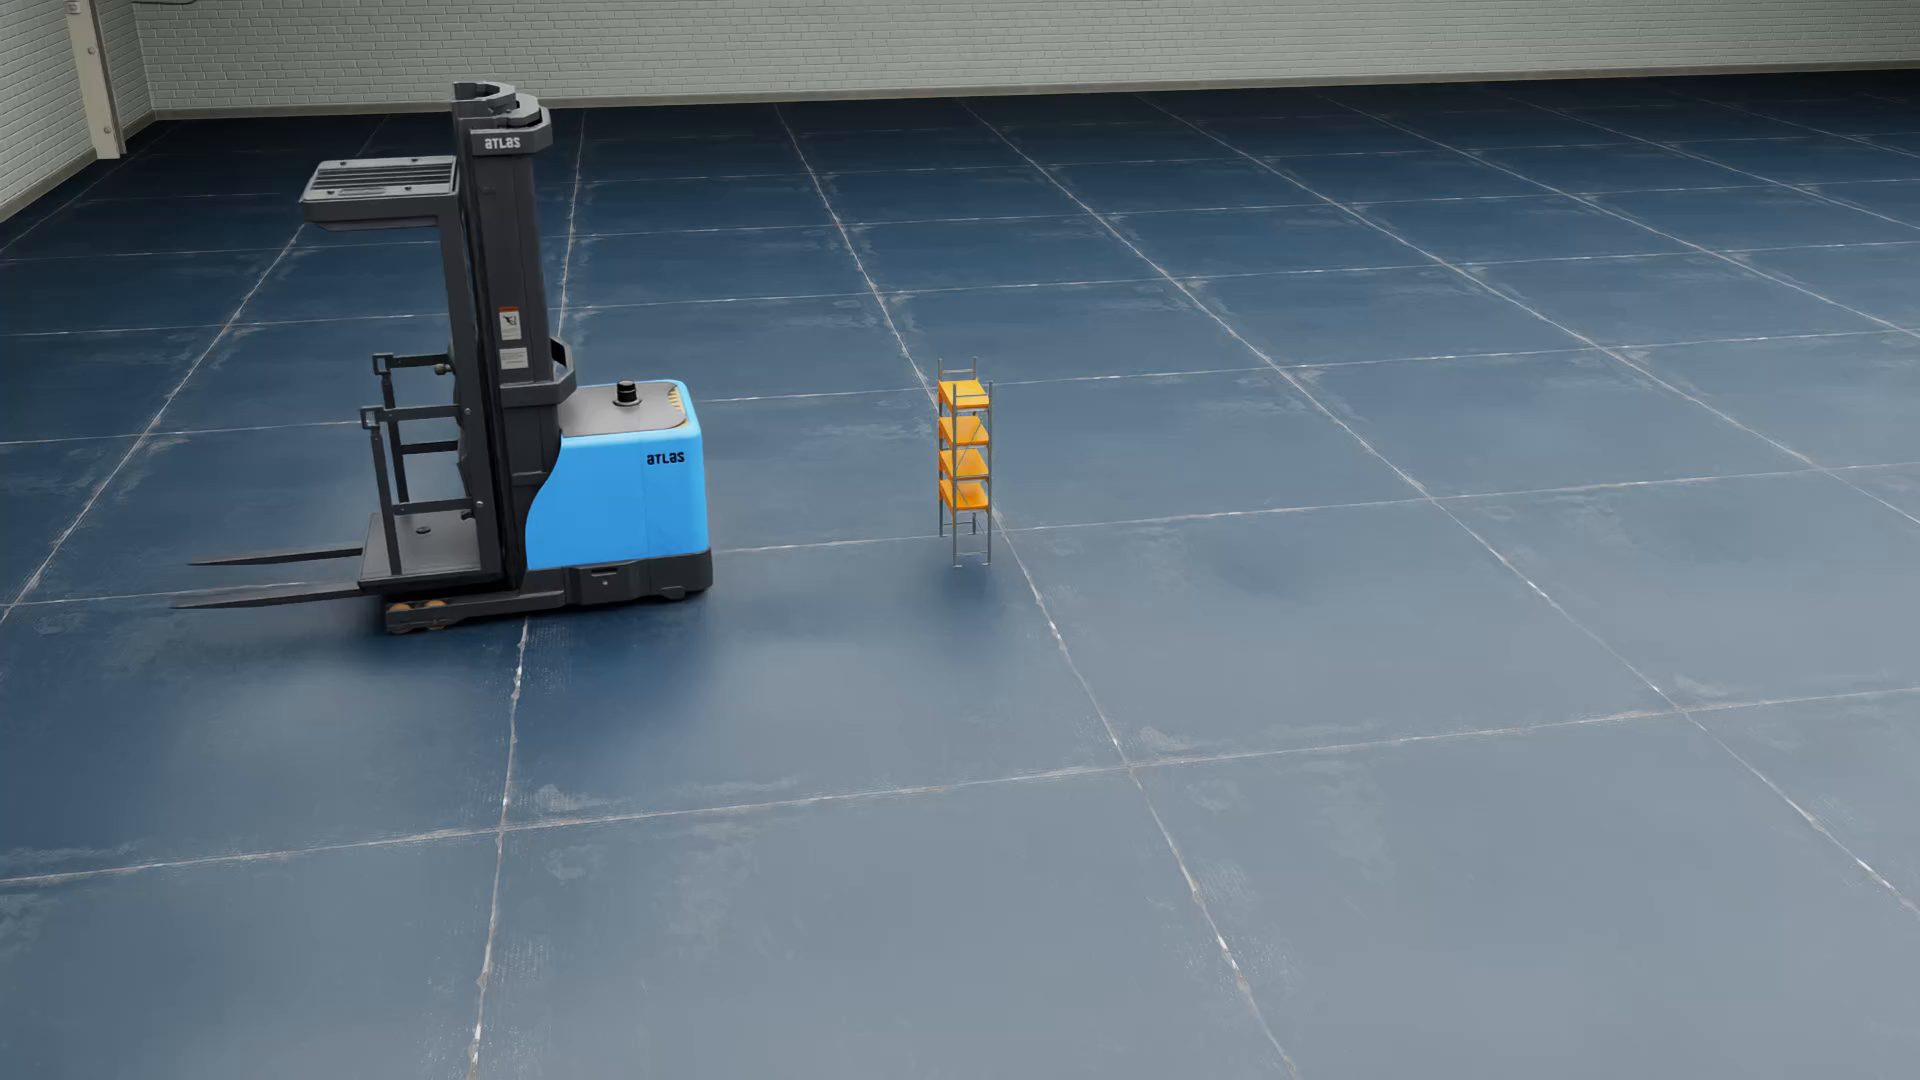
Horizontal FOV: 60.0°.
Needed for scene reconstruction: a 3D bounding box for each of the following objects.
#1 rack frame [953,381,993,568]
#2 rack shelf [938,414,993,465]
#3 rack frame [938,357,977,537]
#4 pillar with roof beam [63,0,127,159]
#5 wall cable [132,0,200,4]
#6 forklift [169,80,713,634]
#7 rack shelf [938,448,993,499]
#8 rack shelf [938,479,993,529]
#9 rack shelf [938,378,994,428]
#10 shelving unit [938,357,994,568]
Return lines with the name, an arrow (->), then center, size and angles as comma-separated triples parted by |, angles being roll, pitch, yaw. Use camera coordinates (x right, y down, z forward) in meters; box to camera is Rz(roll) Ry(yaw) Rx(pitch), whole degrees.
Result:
rack frame -> 0.076, -0.389, 10.141 | 0.240, 1.200, 0.015 | -4, 24, -10
rack shelf -> 0.031, -0.628, 10.298 | 0.258, 0.148, 0.480 | -4, 24, -10
rack frame -> -0.015, -0.581, 10.581 | 0.240, 1.200, 0.015 | -4, 24, -10
pillar with roof beam -> -7.420, -9.714, 21.748 | 9.100, 9.000, 0.400 | -4, 24, -10
wall cable -> -10.896, -9.229, 24.517 | 3.097, 2.526, 0.112 | -4, 24, -10
forklift -> -3.055, -1.040, 9.470 | 3.031, 2.935, 1.130 | -6, 24, -13
rack shelf -> 0.031, -0.423, 10.388 | 0.258, 0.148, 0.480 | -4, 24, -10
rack shelf -> 0.031, -0.241, 10.467 | 0.258, 0.148, 0.480 | -4, 24, -10
rack shelf -> 0.031, -0.845, 10.203 | 0.258, 0.148, 0.480 | -4, 24, -10
shelving unit -> 0.031, -0.485, 10.361 | 0.258, 1.200, 0.503 | -4, 24, -10
